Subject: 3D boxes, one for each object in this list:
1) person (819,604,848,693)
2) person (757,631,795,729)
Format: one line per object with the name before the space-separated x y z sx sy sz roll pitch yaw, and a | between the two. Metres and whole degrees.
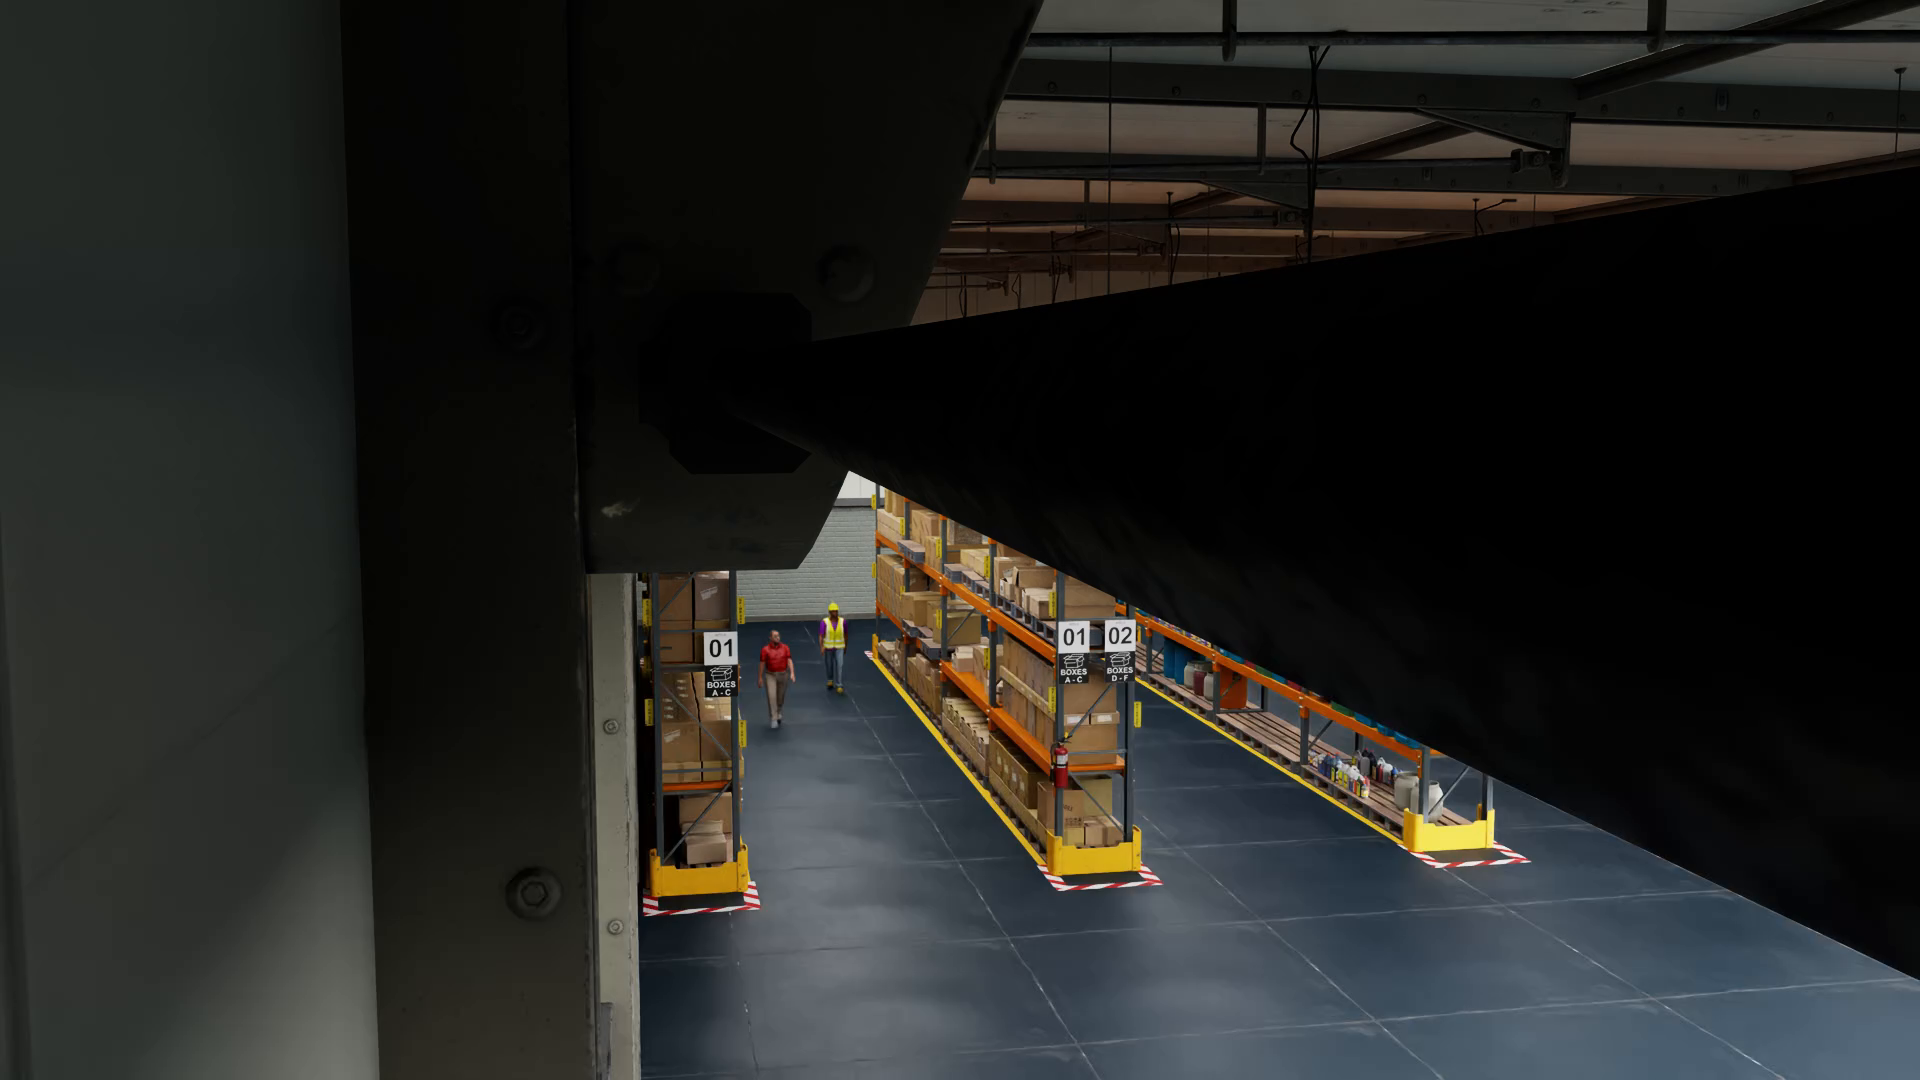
person | -2.477 2.111 32.640 0.589 1.704 1.077 -1 6 -8
person | -3.264 2.444 29.543 0.597 1.654 1.055 -2 6 -20
